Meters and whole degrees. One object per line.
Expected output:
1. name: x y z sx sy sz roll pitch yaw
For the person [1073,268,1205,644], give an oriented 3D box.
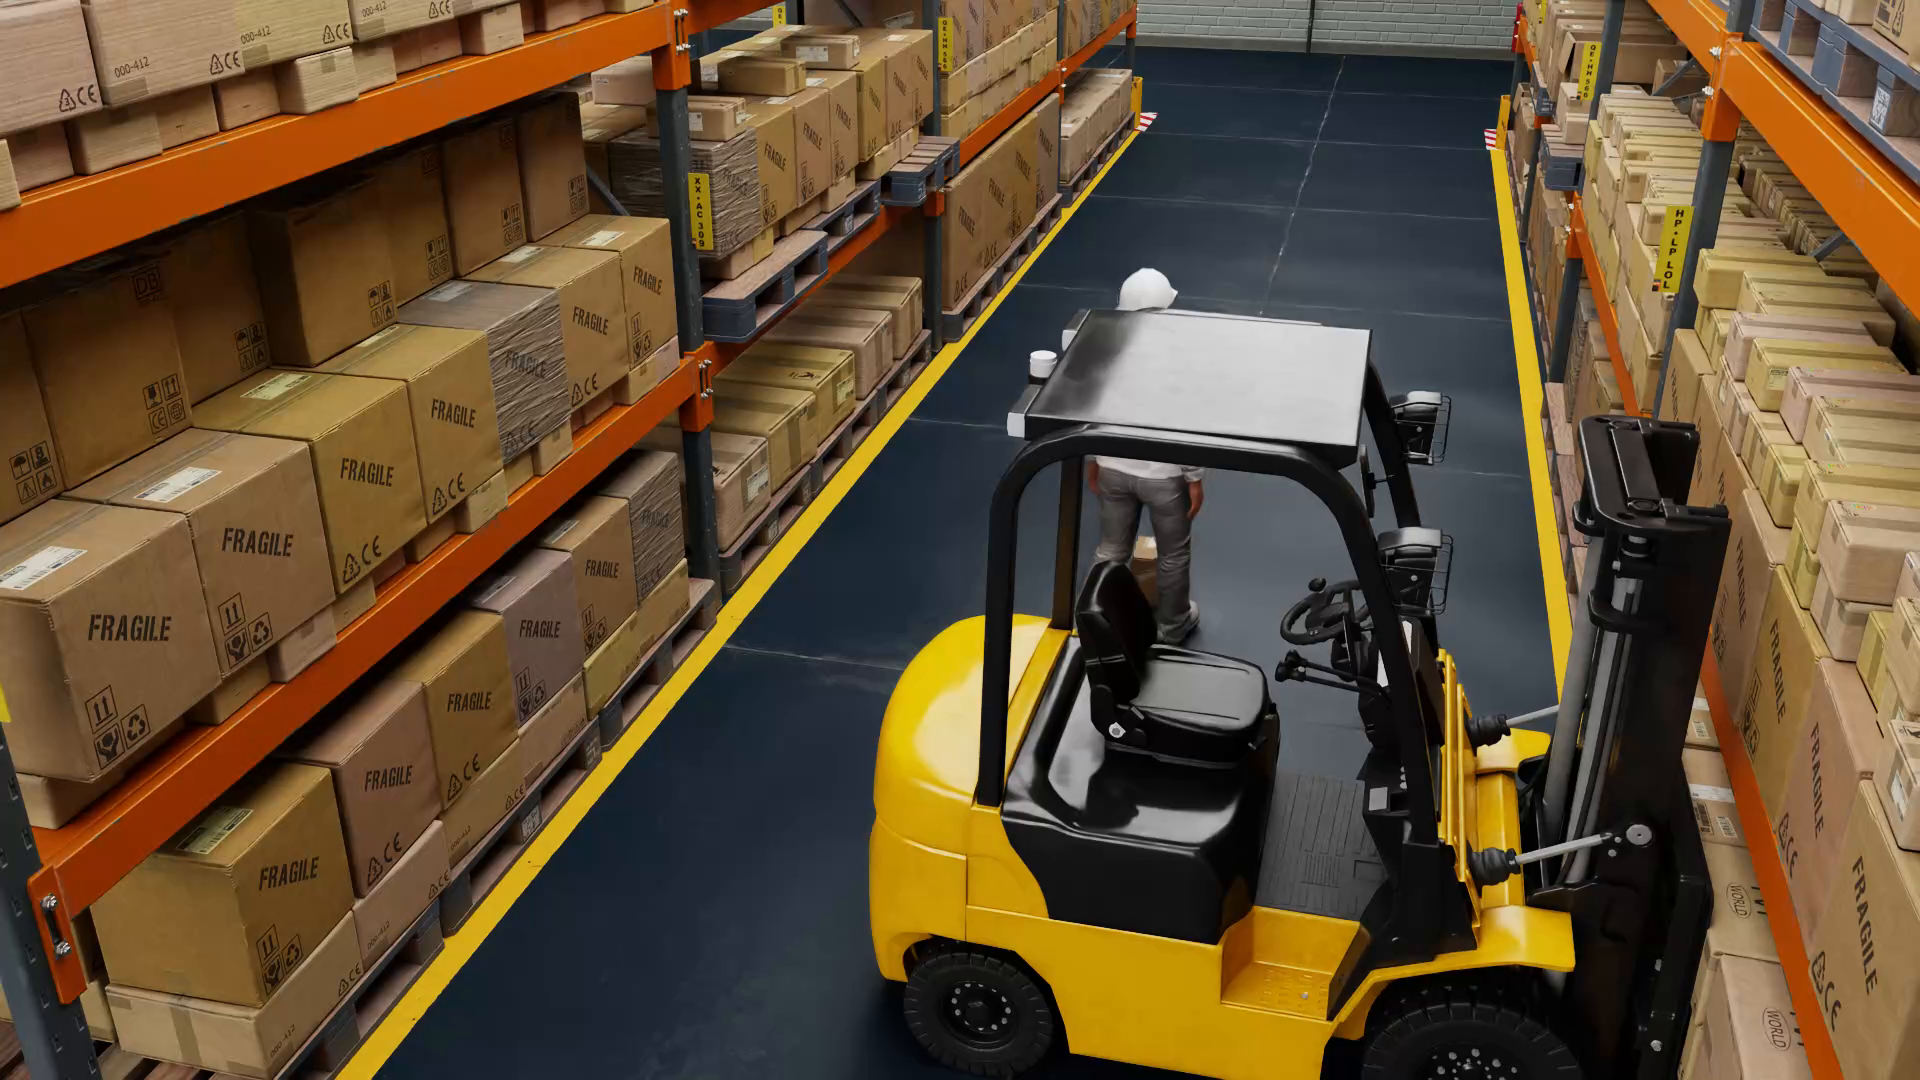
1. person: 0.844 -0.334 7.284 0.581 1.771 0.684 17 30 33
